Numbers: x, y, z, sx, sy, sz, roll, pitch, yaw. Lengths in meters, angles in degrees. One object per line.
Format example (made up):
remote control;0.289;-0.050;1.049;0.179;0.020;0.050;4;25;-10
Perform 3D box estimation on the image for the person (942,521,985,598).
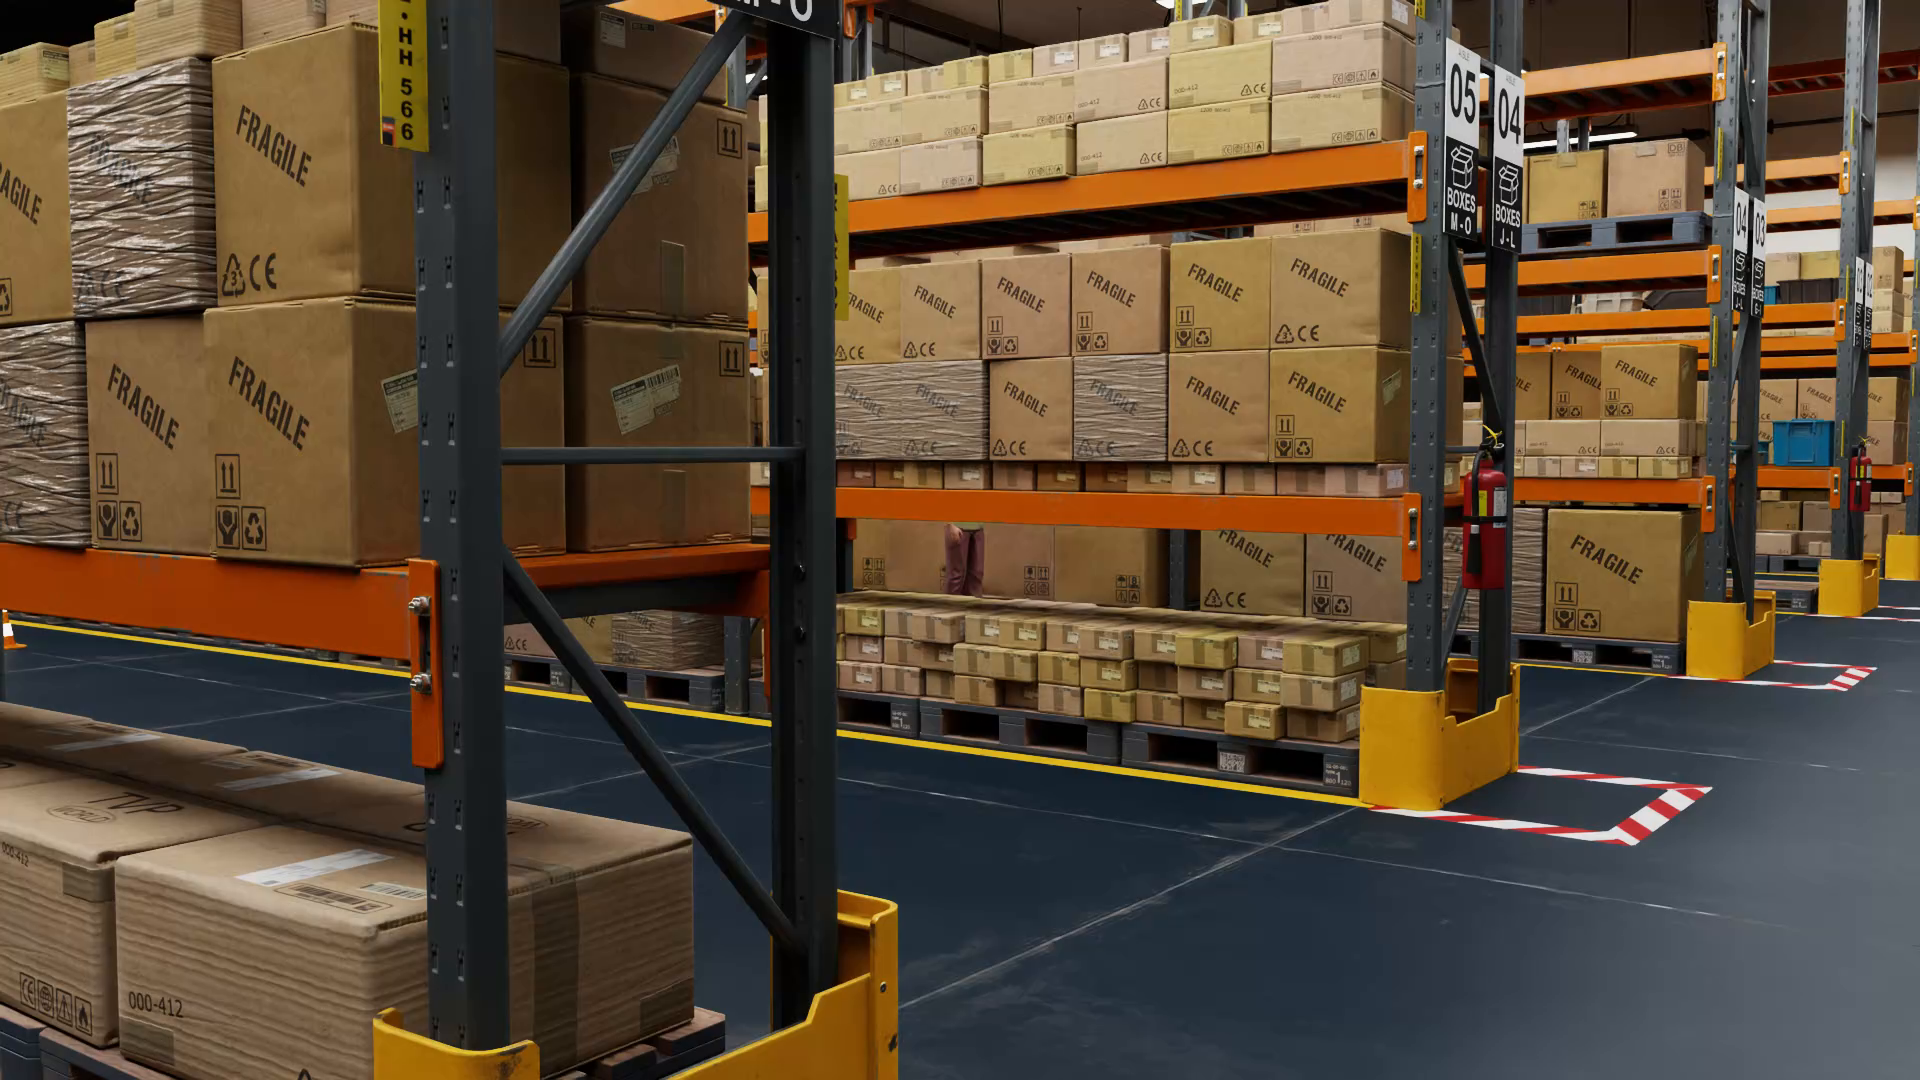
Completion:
person;0.030;-0.076;13.129;0.403;1.671;0.470;3;5;44
